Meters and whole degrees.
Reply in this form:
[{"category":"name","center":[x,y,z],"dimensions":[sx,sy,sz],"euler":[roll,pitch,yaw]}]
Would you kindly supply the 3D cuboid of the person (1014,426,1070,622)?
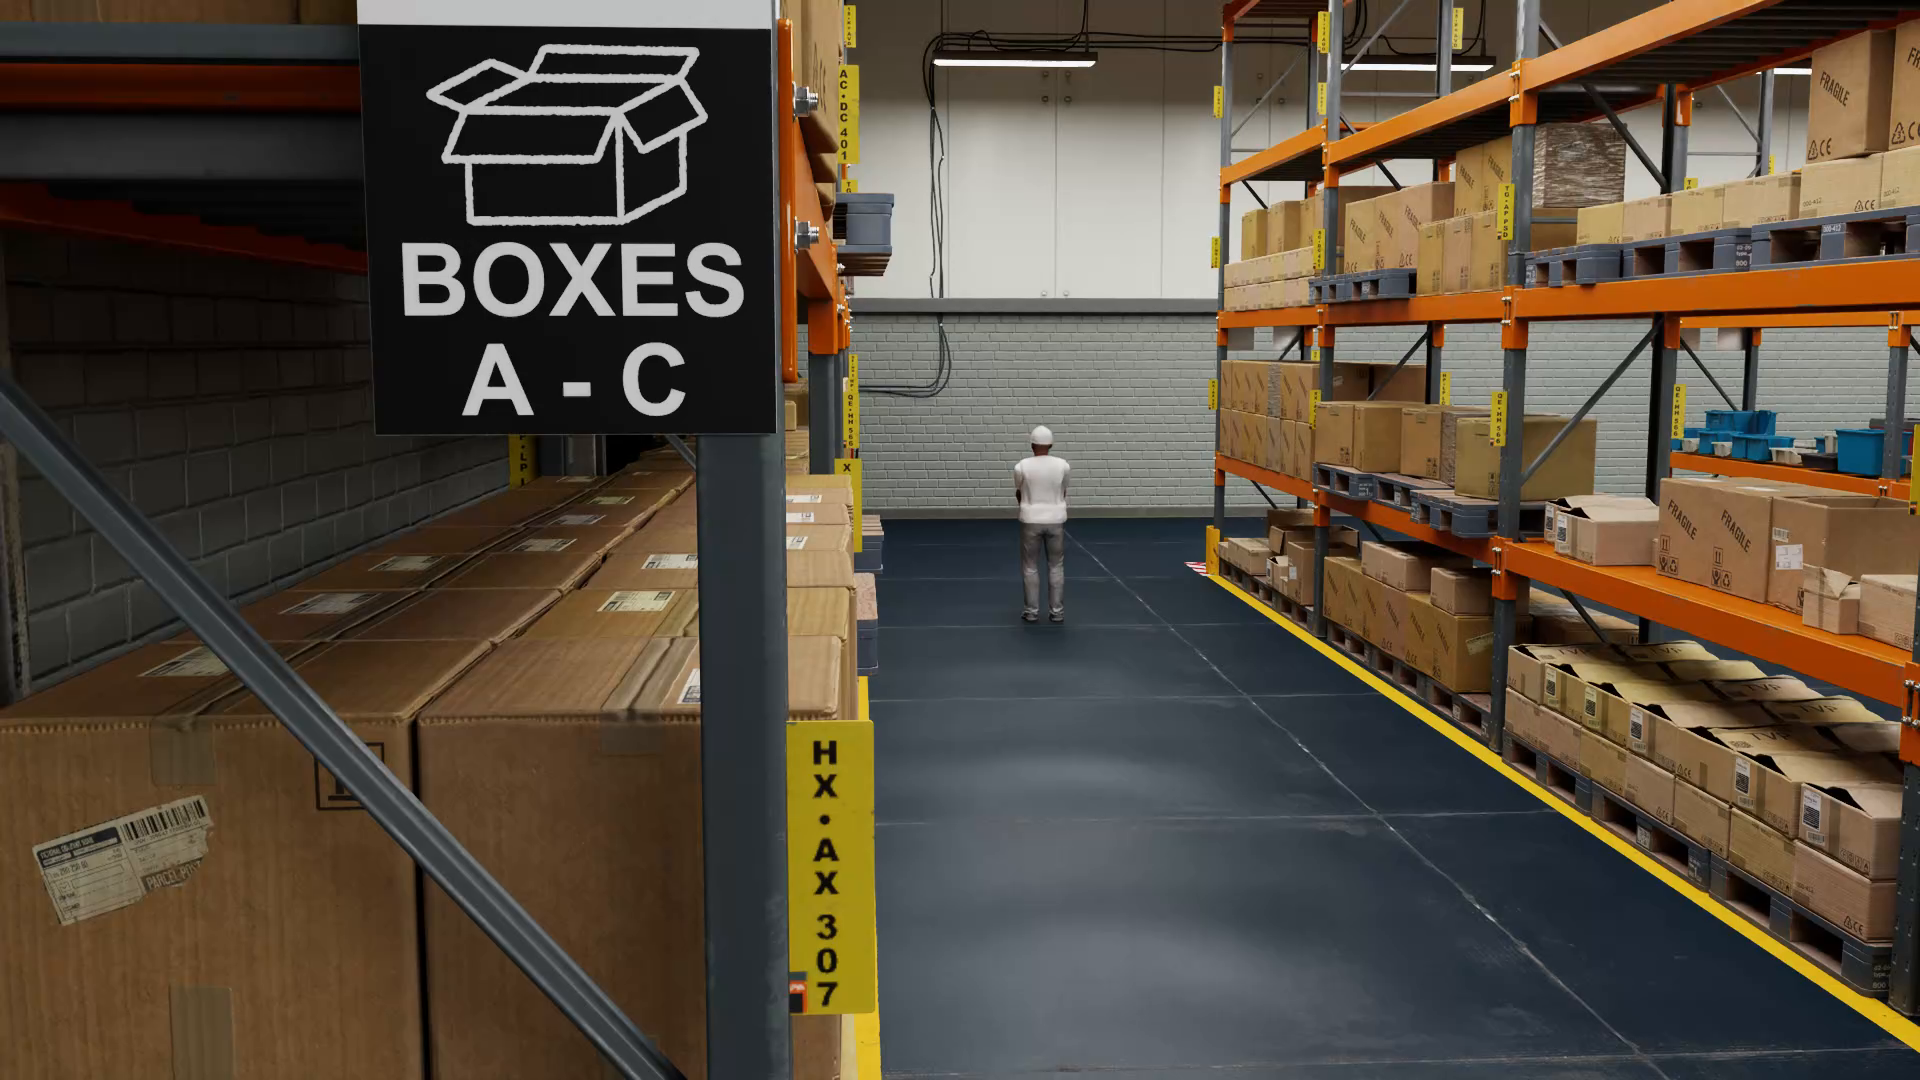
[{"category":"person","center":[0.724,-0.157,14.996],"dimensions":[0.502,1.758,0.577],"euler":[0,7,-4]}]
